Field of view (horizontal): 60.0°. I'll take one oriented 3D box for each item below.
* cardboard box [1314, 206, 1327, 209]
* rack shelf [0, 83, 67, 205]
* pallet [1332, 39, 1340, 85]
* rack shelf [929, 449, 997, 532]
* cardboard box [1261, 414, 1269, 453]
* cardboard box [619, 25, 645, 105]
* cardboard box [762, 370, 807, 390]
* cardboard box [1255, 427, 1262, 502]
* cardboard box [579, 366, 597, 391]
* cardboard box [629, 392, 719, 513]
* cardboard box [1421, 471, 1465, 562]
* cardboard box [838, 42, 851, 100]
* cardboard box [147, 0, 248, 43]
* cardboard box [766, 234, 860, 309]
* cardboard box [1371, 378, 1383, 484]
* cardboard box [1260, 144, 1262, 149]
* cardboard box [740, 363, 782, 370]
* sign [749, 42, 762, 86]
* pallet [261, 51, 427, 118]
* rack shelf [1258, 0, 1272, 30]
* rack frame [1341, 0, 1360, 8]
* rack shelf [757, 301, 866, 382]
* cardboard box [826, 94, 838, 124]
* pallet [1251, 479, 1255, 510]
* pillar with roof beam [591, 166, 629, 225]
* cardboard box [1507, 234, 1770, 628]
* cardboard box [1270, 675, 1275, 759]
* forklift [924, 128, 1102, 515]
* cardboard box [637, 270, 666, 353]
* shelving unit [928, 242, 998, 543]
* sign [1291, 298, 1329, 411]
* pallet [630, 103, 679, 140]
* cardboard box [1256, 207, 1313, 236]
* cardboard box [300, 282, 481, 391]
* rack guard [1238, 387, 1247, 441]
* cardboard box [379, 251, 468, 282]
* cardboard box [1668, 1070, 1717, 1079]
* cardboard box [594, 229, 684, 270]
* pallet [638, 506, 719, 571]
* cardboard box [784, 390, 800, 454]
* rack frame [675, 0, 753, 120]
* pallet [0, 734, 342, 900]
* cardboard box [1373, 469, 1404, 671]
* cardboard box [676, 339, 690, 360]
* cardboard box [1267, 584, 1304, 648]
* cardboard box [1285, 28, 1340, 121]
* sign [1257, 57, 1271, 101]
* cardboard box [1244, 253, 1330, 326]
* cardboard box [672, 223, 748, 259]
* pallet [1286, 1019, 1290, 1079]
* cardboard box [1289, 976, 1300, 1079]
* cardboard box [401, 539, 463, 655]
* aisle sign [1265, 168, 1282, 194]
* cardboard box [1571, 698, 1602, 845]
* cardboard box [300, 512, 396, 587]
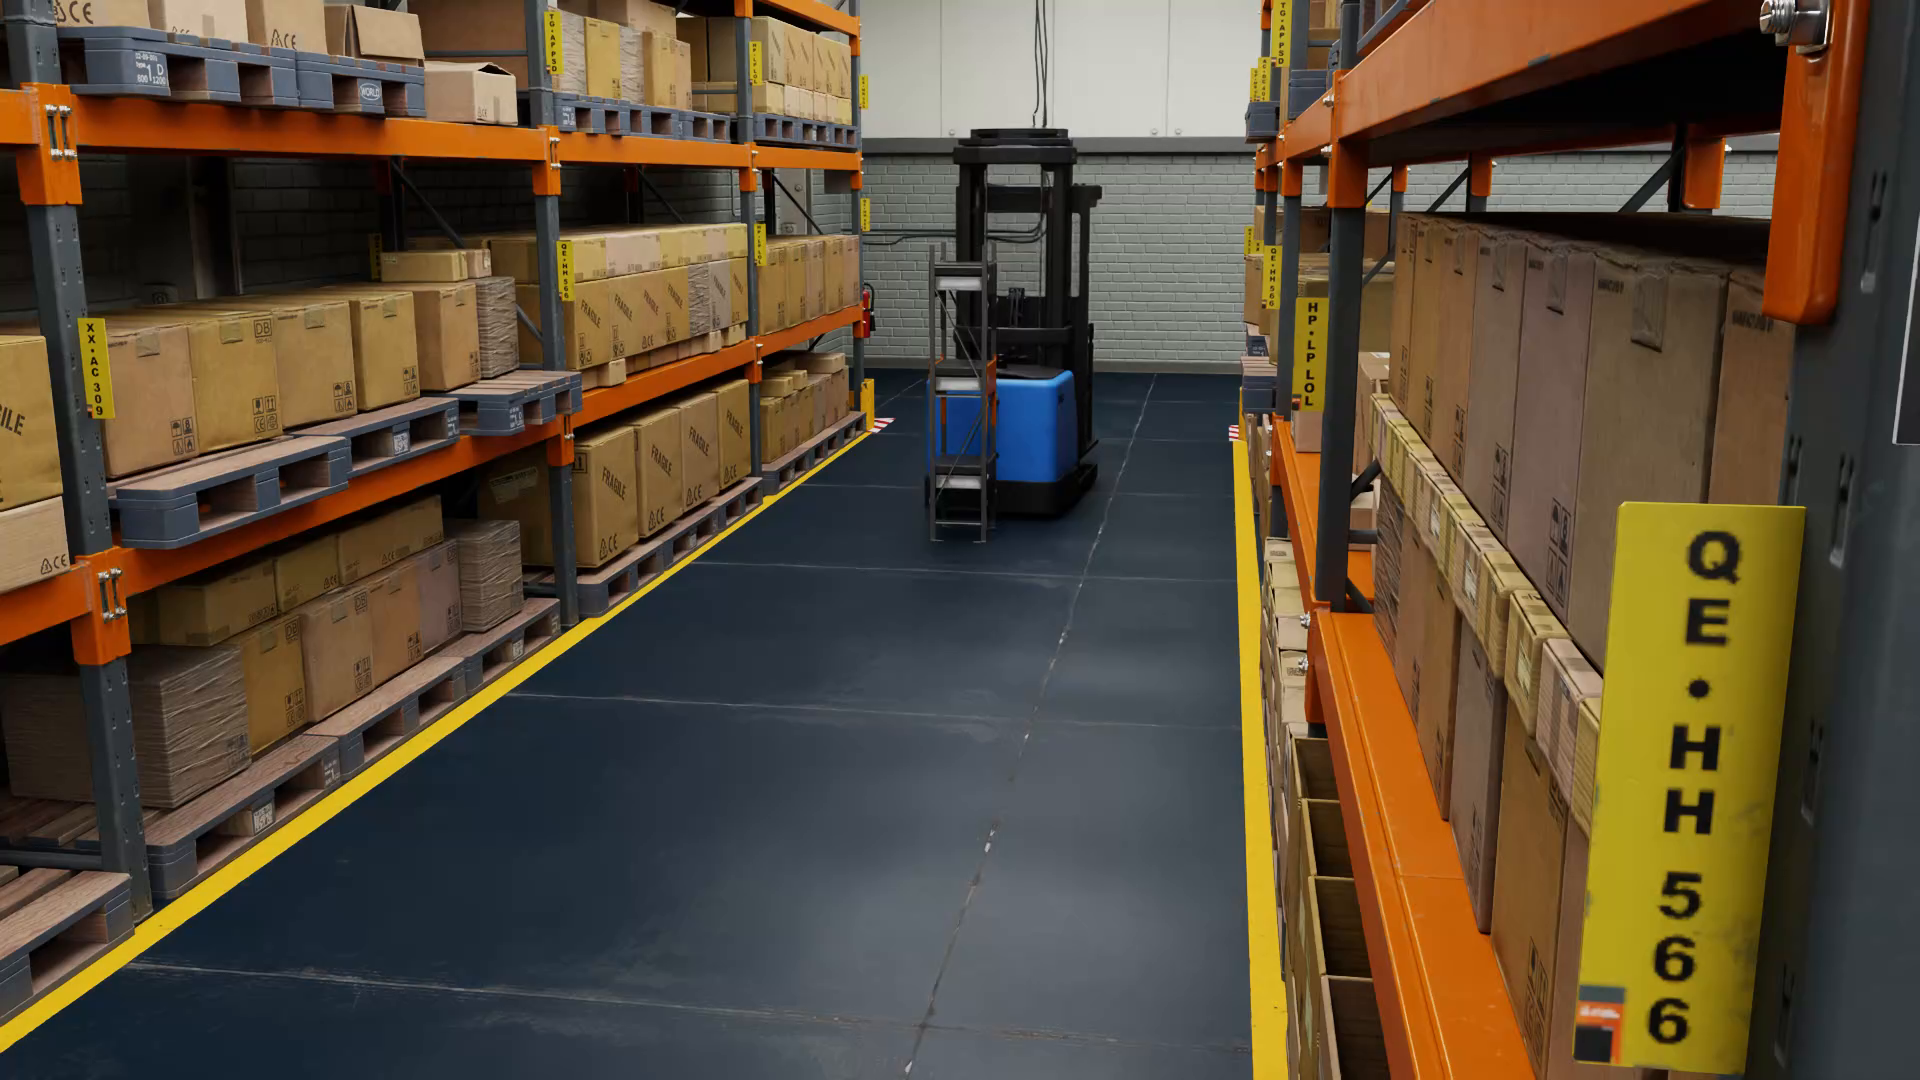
[{"bbox_3d":[3.521,-2.819,15.342,0.500,0.500,0.500,2,12,10],"label":"cardboard box"},{"bbox_3d":[-3.654,-0.848,3.395,1.077,0.370,4.000,2,12,9],"label":"rack shelf"},{"bbox_3d":[1.672,-1.547,5.384,0.805,0.209,1.217,1,12,6],"label":"pallet"},{"bbox_3d":[0.025,-0.363,12.082,0.431,0.518,0.480,2,12,9],"label":"rack shelf"},{"bbox_3d":[2.310,-0.714,11.295,0.500,0.250,0.500,2,12,9],"label":"cardboard box"},{"bbox_3d":[-2.522,-3.145,11.067,0.700,0.500,0.500,2,12,9],"label":"cardboard box"},{"bbox_3d":[-1.587,-1.442,14.960,0.380,0.149,0.250,2,12,7],"label":"cardboard box"},{"bbox_3d":[2.464,-0.555,12.340,0.500,0.500,0.500,1,12,6],"label":"cardboard box"},{"bbox_3d":[-2.404,-0.982,9.980,0.380,0.149,0.250,2,12,9],"label":"cardboard box"},{"bbox_3d":[-2.221,-0.645,11.970,0.750,0.750,0.750,2,12,10],"label":"cardboard box"},{"bbox_3d":[1.122,-0.038,3.271,0.380,0.149,0.250,2,12,7],"label":"cardboard box"},{"bbox_3d":[-1.344,-4.500,15.976,0.500,0.500,0.500,2,12,8],"label":"cardboard box"},{"bbox_3d":[-3.089,-2.017,6.327,0.500,0.311,0.500,2,12,10],"label":"cardboard box"},{"bbox_3d":[-1.569,-2.688,16.633,0.980,0.700,0.700,2,12,11],"label":"cardboard box"},{"bbox_3d":[1.764,-0.308,6.064,0.500,0.500,0.500,3,12,13],"label":"cardboard box"},{"bbox_3d":[2.829,-3.470,14.211,0.500,0.250,0.500,2,12,9],"label":"cardboard box"},{"bbox_3d":[-1.881,-1.568,15.544,0.380,0.149,0.250,2,12,9],"label":"cardboard box"},{"bbox_3d":[-1.578,-3.672,12.819,0.100,0.325,0.005,2,12,9],"label":"sign"},{"bbox_3d":[-2.990,-1.865,6.853,1.213,0.211,1.003,2,12,9],"label":"pallet"},{"bbox_3d":[3.087,-4.651,13.929,1.077,0.370,4.000,2,12,9],"label":"rack shelf"},{"bbox_3d":[1.549,-2.922,4.194,1.000,3.000,0.127,2,12,9],"label":"rack frame"},{"bbox_3d":[-1.808,-1.880,15.302,1.077,0.370,4.000,2,12,9],"label":"rack shelf"},{"bbox_3d":[-1.430,-4.025,15.553,0.500,0.250,0.500,1,12,7],"label":"cardboard box"},{"bbox_3d":[2.886,-0.435,13.510,1.003,0.211,1.213,2,12,9],"label":"pallet"},{"bbox_3d":[1.391,-4.782,12.821,9.100,9.000,0.400,2,12,9],"label":"pillar with roof beam"},{"bbox_3d":[1.179,-0.163,2.311,0.700,0.500,0.500,2,12,9],"label":"cardboard box"},{"bbox_3d":[1.564,0.736,6.989,0.500,0.250,0.500,2,12,10],"label":"cardboard box"},{"bbox_3d":[0.561,-1.892,13.817,1.130,2.935,3.031,3,12,13],"label":"forklift"},{"bbox_3d":[-2.237,-1.491,10.801,0.500,0.500,0.500,2,12,8],"label":"cardboard box"},{"bbox_3d":[0.025,-1.061,11.932,0.431,2.100,0.503,2,12,9],"label":"shelving unit"},{"bbox_3d":[1.011,-0.533,4.785,0.100,0.325,0.005,2,12,9],"label":"sign"},{"bbox_3d":[-2.516,-2.725,10.845,1.003,0.211,1.213,2,12,11],"label":"pallet"},{"bbox_3d":[2.911,-2.729,14.924,0.500,0.500,0.500,2,12,9],"label":"cardboard box"},{"bbox_3d":[-2.853,-1.031,8.375,0.700,0.500,0.500,1,12,3],"label":"cardboard box"},{"bbox_3d":[3.383,-1.250,16.607,1.175,0.500,0.348,2,12,9],"label":"rack guard"},{"bbox_3d":[-2.790,-1.423,8.655,0.380,0.149,0.250,0,12,-1],"label":"cardboard box"},{"bbox_3d":[1.018,0.697,1.401,0.700,0.500,0.500,2,12,9],"label":"cardboard box"},{"bbox_3d":[-2.179,-1.962,11.204,0.500,0.250,0.500,2,12,7],"label":"cardboard box"},{"bbox_3d":[-2.346,-0.034,11.650,1.003,0.211,1.213,2,12,9],"label":"pallet"},{"bbox_3d":[-1.819,-1.055,14.705,0.700,0.500,0.500,2,12,8],"label":"cardboard box"},{"bbox_3d":[-2.116,-4.748,12.663,1.000,3.000,0.127,2,12,9],"label":"rack frame"},{"bbox_3d":[-3.228,1.052,6.613,1.003,0.211,1.213,2,12,9],"label":"pallet"},{"bbox_3d":[1.487,0.054,4.386,0.700,0.500,0.500,2,12,7],"label":"cardboard box"},{"bbox_3d":[-2.127,-1.359,11.729,0.380,0.149,0.250,2,12,7],"label":"cardboard box"},{"bbox_3d":[1.640,0.357,7.413,0.500,0.311,0.500,2,12,7],"label":"cardboard box"},{"bbox_3d":[2.198,-2.430,8.790,0.910,0.500,0.500,2,12,9],"label":"cardboard box"},{"bbox_3d":[2.242,-3.390,12.257,0.100,0.325,0.005,2,12,9],"label":"sign"},{"bbox_3d":[2.485,-1.818,12.075,0.700,0.500,0.500,-2,12,-10],"label":"cardboard box"},{"bbox_3d":[-1.935,-2.280,12.682,0.500,0.250,0.500,2,12,10],"label":"cardboard box"},{"bbox_3d":[1.385,1.537,4.358,1.003,0.211,1.213,2,12,9],"label":"pallet"},{"bbox_3d":[1.096,1.340,4.187,0.500,0.250,0.500,2,12,9],"label":"cardboard box"},{"bbox_3d":[-2.985,0.280,8.464,0.700,0.500,0.500,2,12,9],"label":"cardboard box"},{"bbox_3d":[3.115,-3.782,16.253,0.394,0.787,0.004,2,12,9],"label":"aisle sign"},{"bbox_3d":[0.882,0.283,1.781,0.380,0.149,0.250,2,12,8],"label":"cardboard box"},{"bbox_3d":[-3.014,0.034,7.827,0.500,0.250,0.500,2,12,8],"label":"cardboard box"}]
